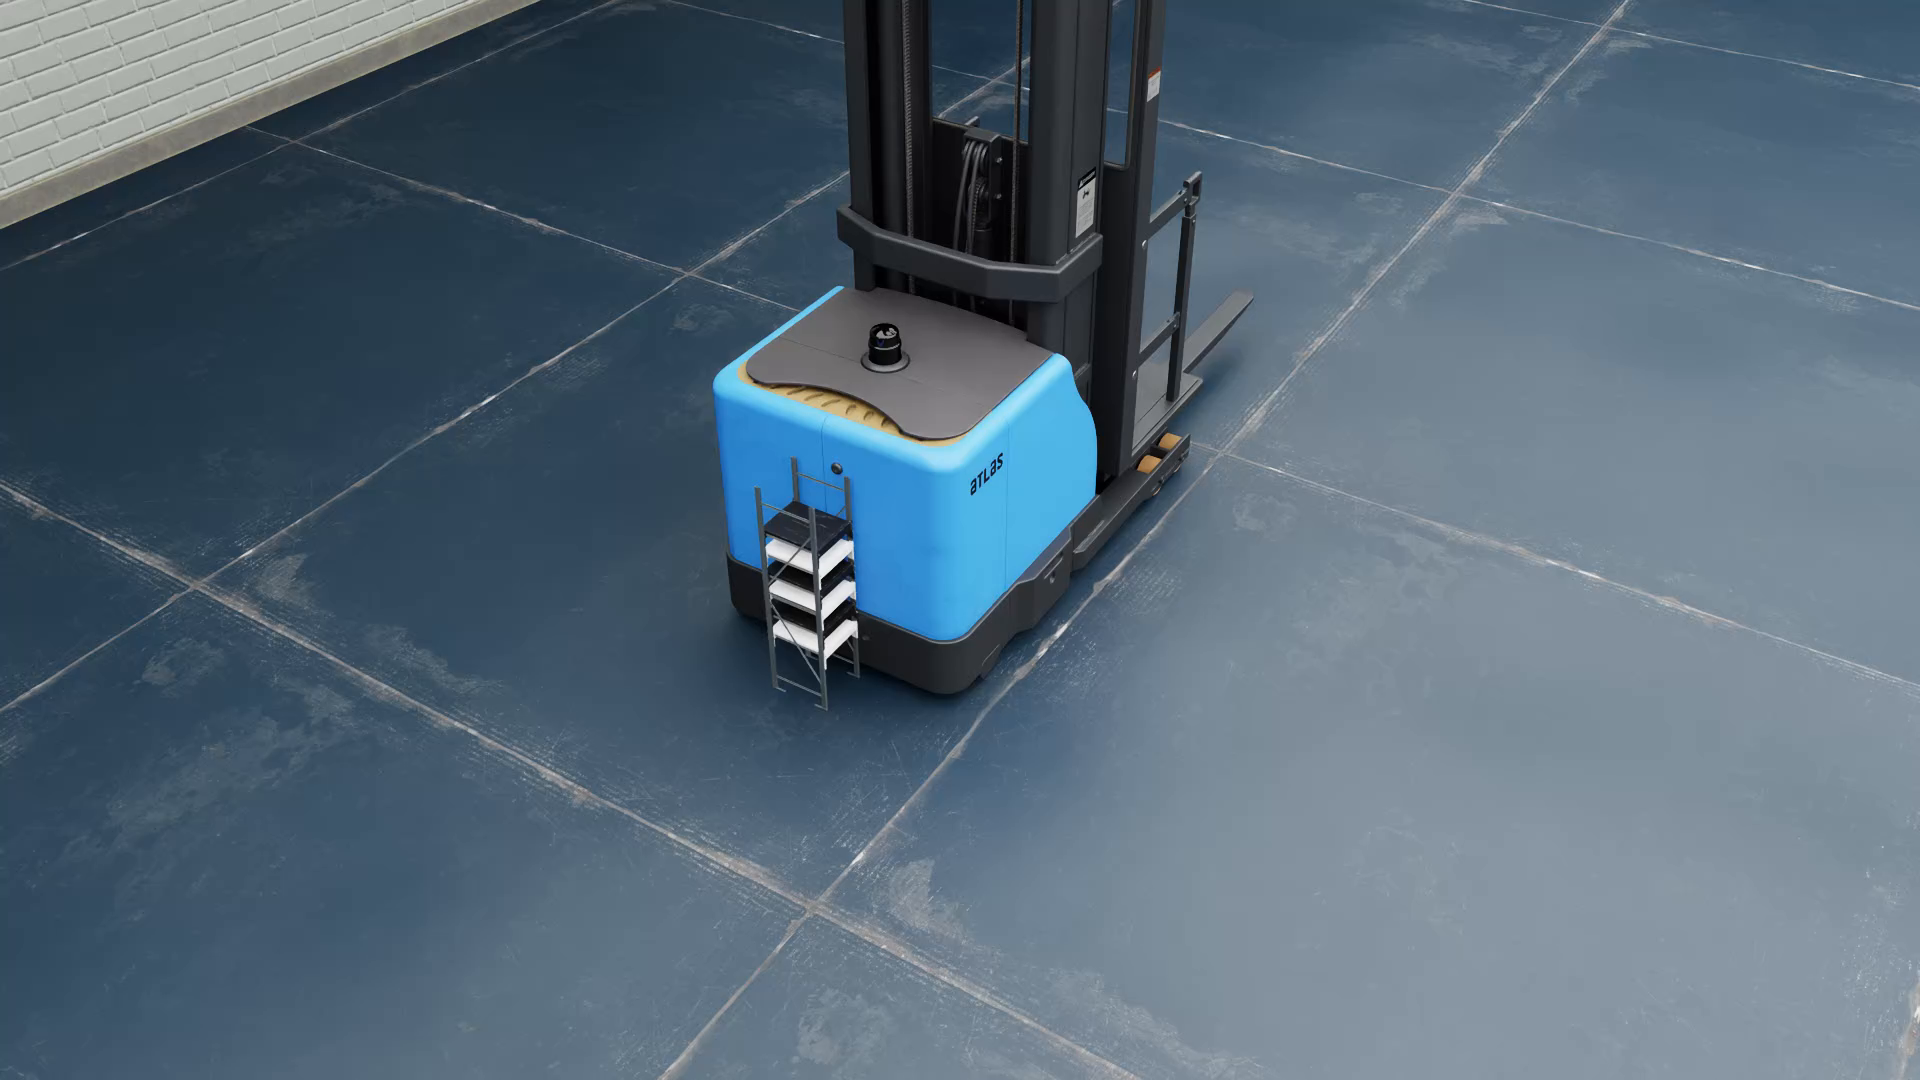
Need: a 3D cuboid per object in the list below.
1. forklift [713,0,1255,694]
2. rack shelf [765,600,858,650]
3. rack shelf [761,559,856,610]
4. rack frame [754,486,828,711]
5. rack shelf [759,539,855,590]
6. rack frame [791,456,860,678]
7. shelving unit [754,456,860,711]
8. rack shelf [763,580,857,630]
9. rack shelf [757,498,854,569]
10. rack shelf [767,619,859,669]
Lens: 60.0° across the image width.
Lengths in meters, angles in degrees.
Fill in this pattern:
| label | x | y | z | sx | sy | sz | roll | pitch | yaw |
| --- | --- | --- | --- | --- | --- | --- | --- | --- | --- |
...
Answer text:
| label | x | y | z | sx | sy | sz | roll | pitch | yaw |
| --- | --- | --- | --- | --- | --- | --- | --- | --- | --- |
| forklift | 0.326 | -1.485 | 6.276 | 1.130 | 2.935 | 3.031 | 21 | 42 | 24 |
| rack shelf | -0.524 | 0.261 | 5.876 | 0.258 | 0.077 | 0.200 | 21 | 42 | 24 |
| rack shelf | -0.524 | 0.119 | 5.766 | 0.258 | 0.077 | 0.200 | 21 | 42 | 24 |
| rack frame | -0.577 | 0.217 | 5.732 | 0.240 | 0.900 | 0.006 | 21 | 42 | 24 |
| rack shelf | -0.524 | 0.048 | 5.711 | 0.258 | 0.077 | 0.200 | 21 | 42 | 24 |
| rack frame | -0.471 | 0.111 | 5.869 | 0.240 | 0.900 | 0.006 | 21 | 42 | 24 |
| shelving unit | -0.524 | 0.164 | 5.801 | 0.258 | 0.900 | 0.210 | 21 | 42 | 24 |
| rack shelf | -0.524 | 0.190 | 5.821 | 0.258 | 0.077 | 0.200 | 21 | 42 | 24 |
| rack shelf | -0.524 | -0.024 | 5.656 | 0.258 | 0.077 | 0.200 | 21 | 42 | 24 |
| rack shelf | -0.524 | 0.333 | 5.931 | 0.258 | 0.077 | 0.200 | 21 | 42 | 24 |
